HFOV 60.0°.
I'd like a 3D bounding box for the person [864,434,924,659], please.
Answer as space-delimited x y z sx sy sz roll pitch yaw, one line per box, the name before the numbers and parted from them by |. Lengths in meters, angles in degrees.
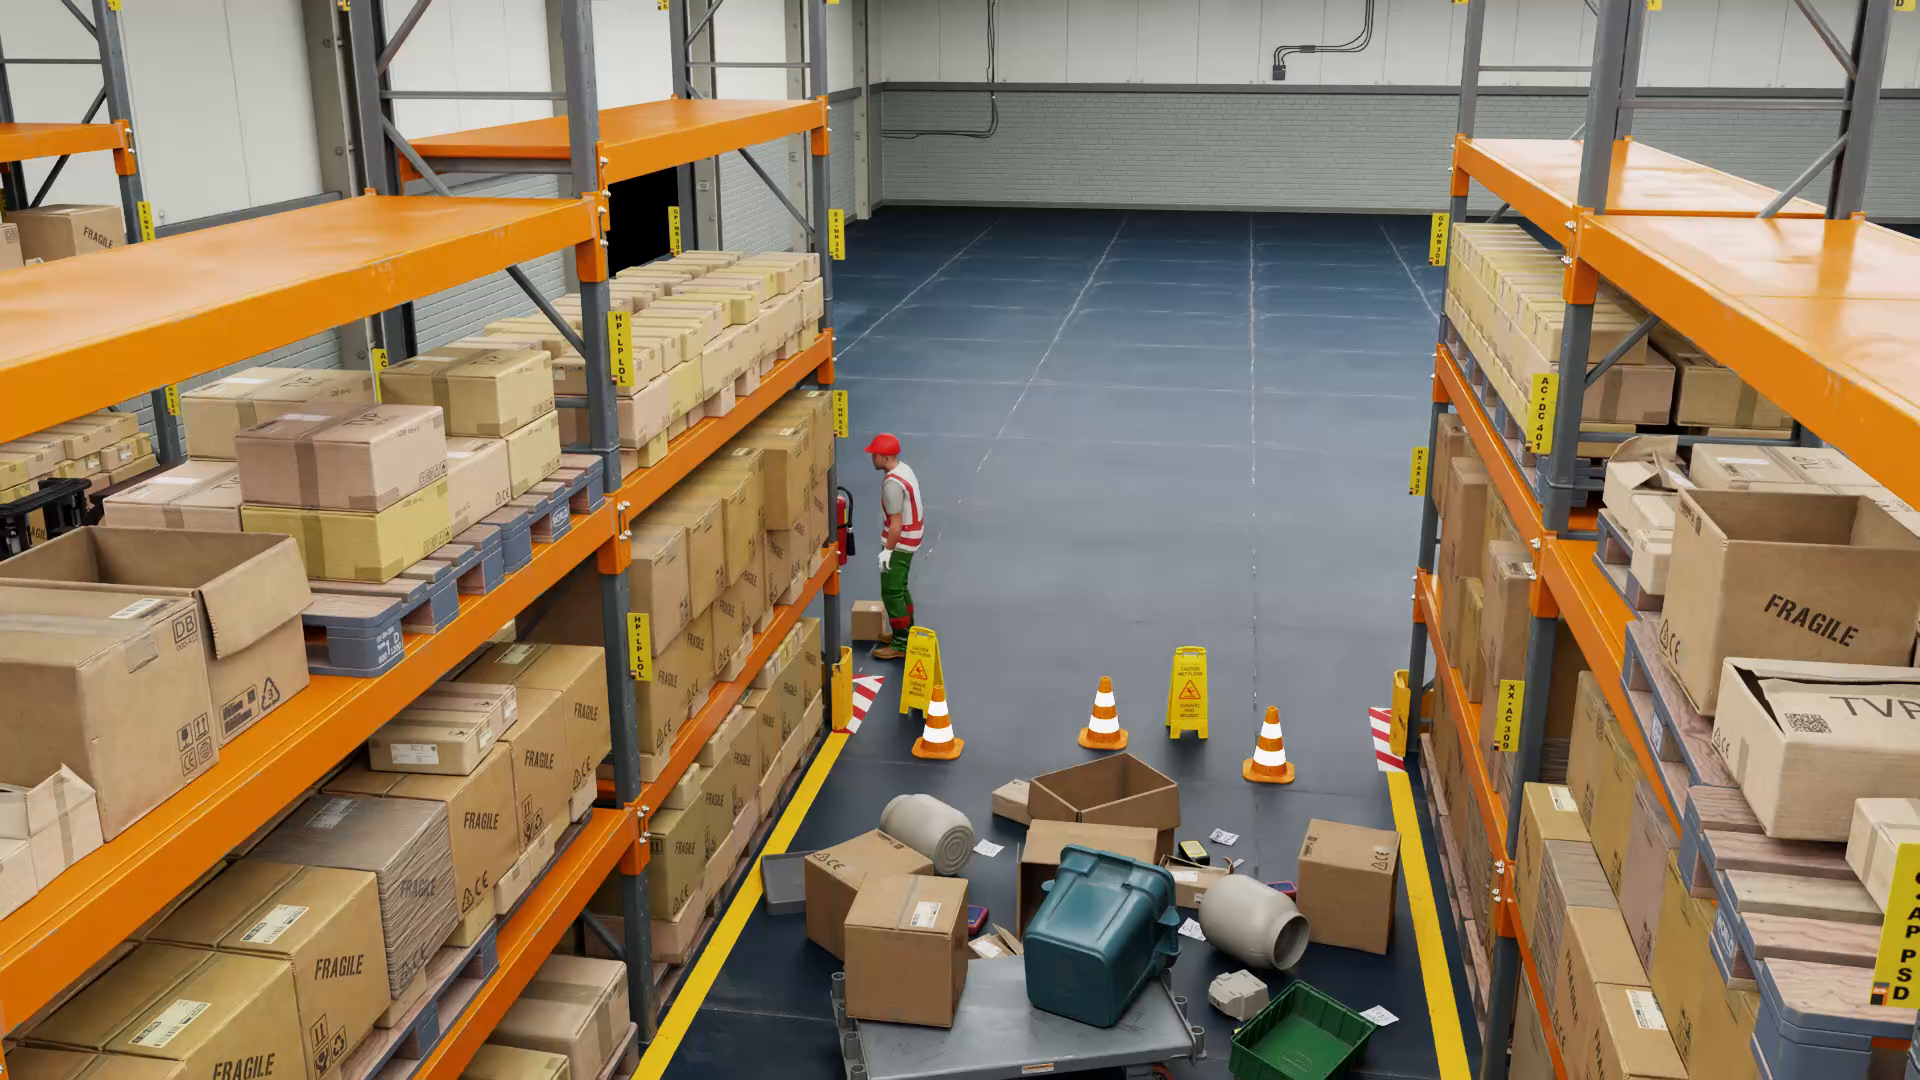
person | -0.506 0.036 12.916 0.452 1.778 0.607 2 18 6
